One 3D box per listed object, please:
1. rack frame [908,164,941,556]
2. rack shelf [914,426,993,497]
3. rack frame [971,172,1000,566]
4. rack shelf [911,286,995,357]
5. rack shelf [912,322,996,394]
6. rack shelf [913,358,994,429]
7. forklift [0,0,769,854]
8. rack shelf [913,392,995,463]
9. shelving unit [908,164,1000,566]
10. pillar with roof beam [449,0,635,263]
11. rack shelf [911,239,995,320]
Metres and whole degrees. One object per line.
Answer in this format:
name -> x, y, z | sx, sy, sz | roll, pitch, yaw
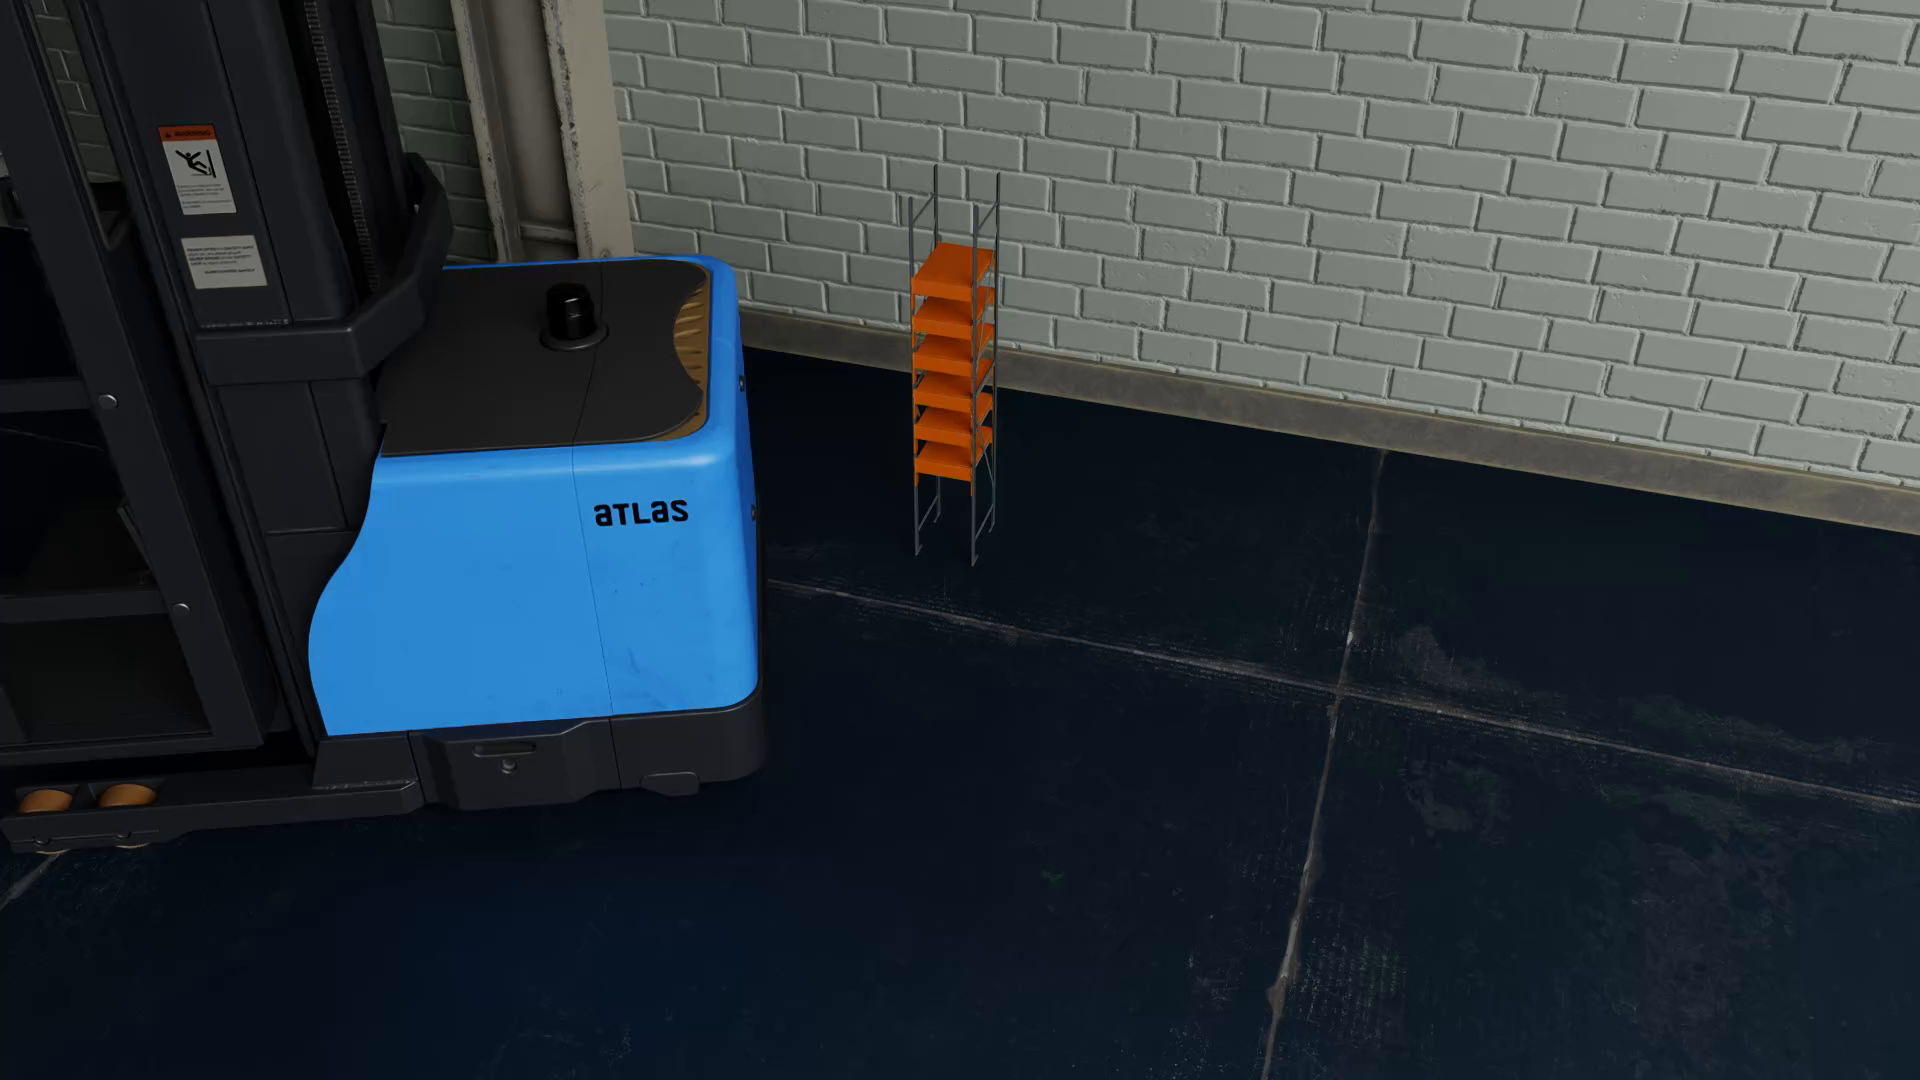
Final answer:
rack frame -> -0.101, -0.502, 4.920 | 0.006, 1.200, 0.240 | 10, 38, 14
rack shelf -> -0.014, -0.257, 5.066 | 0.180, 0.103, 0.258 | 10, 38, 14
rack frame -> 0.074, -0.470, 4.876 | 0.006, 1.200, 0.240 | 10, 38, 14
rack shelf -> -0.014, -0.643, 4.782 | 0.180, 0.103, 0.258 | 10, 38, 14
rack shelf -> -0.014, -0.547, 4.853 | 0.180, 0.103, 0.258 | 10, 38, 14
rack shelf -> -0.014, -0.450, 4.924 | 0.180, 0.103, 0.258 | 10, 38, 14
forklift -> -2.054, -0.722, 3.758 | 3.031, 2.935, 1.130 | -4, 37, -5
rack shelf -> -0.014, -0.353, 4.995 | 0.180, 0.103, 0.258 | 10, 38, 14
shelving unit -> -0.014, -0.486, 4.898 | 0.189, 1.200, 0.258 | 10, 38, 14
pillar with roof beam -> -2.728, -1.961, 0.323 | 0.400, 9.000, 9.100 | 10, 38, 14
rack shelf -> -0.014, -0.740, 4.711 | 0.180, 0.103, 0.258 | 10, 38, 14
